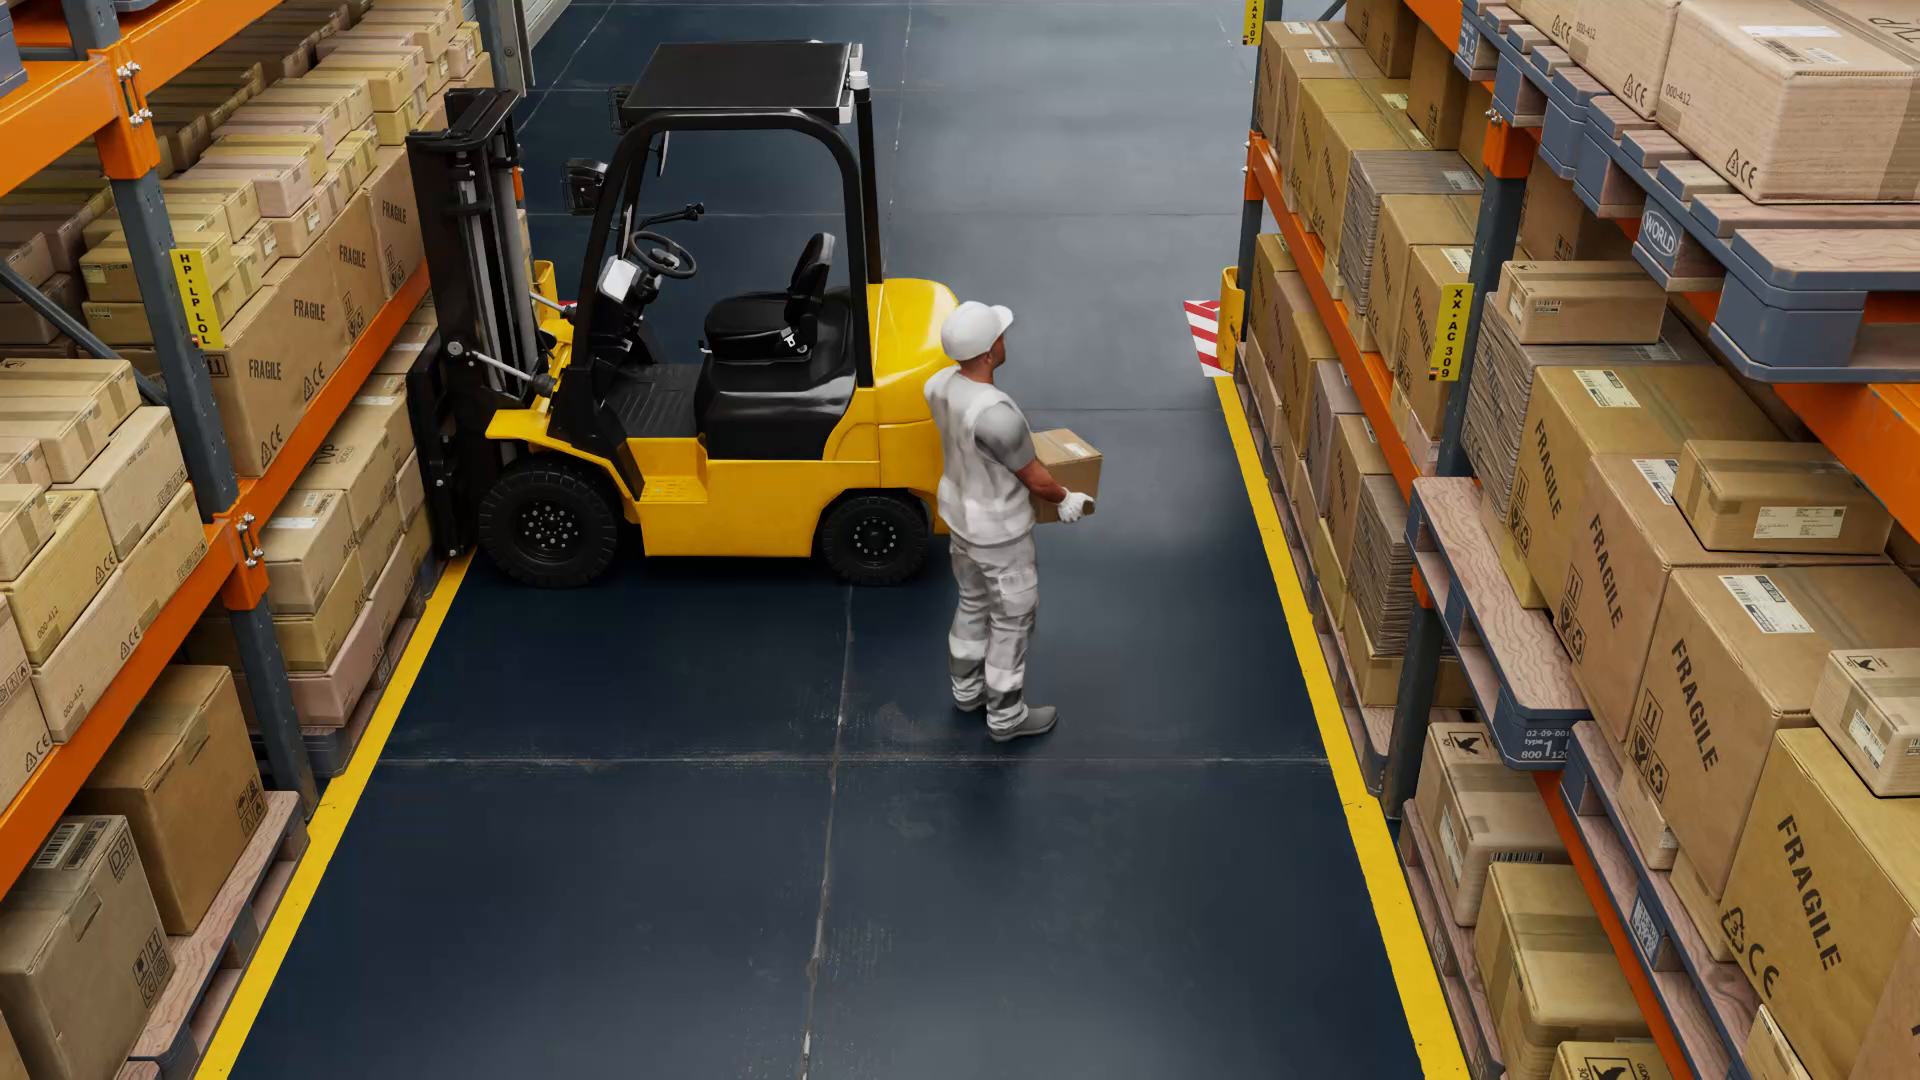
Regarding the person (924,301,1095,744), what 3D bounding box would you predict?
[{"bbox_3d":[0.185,-0.088,6.254,0.562,1.792,0.506,-16,35,-25],"label":"person"}]
